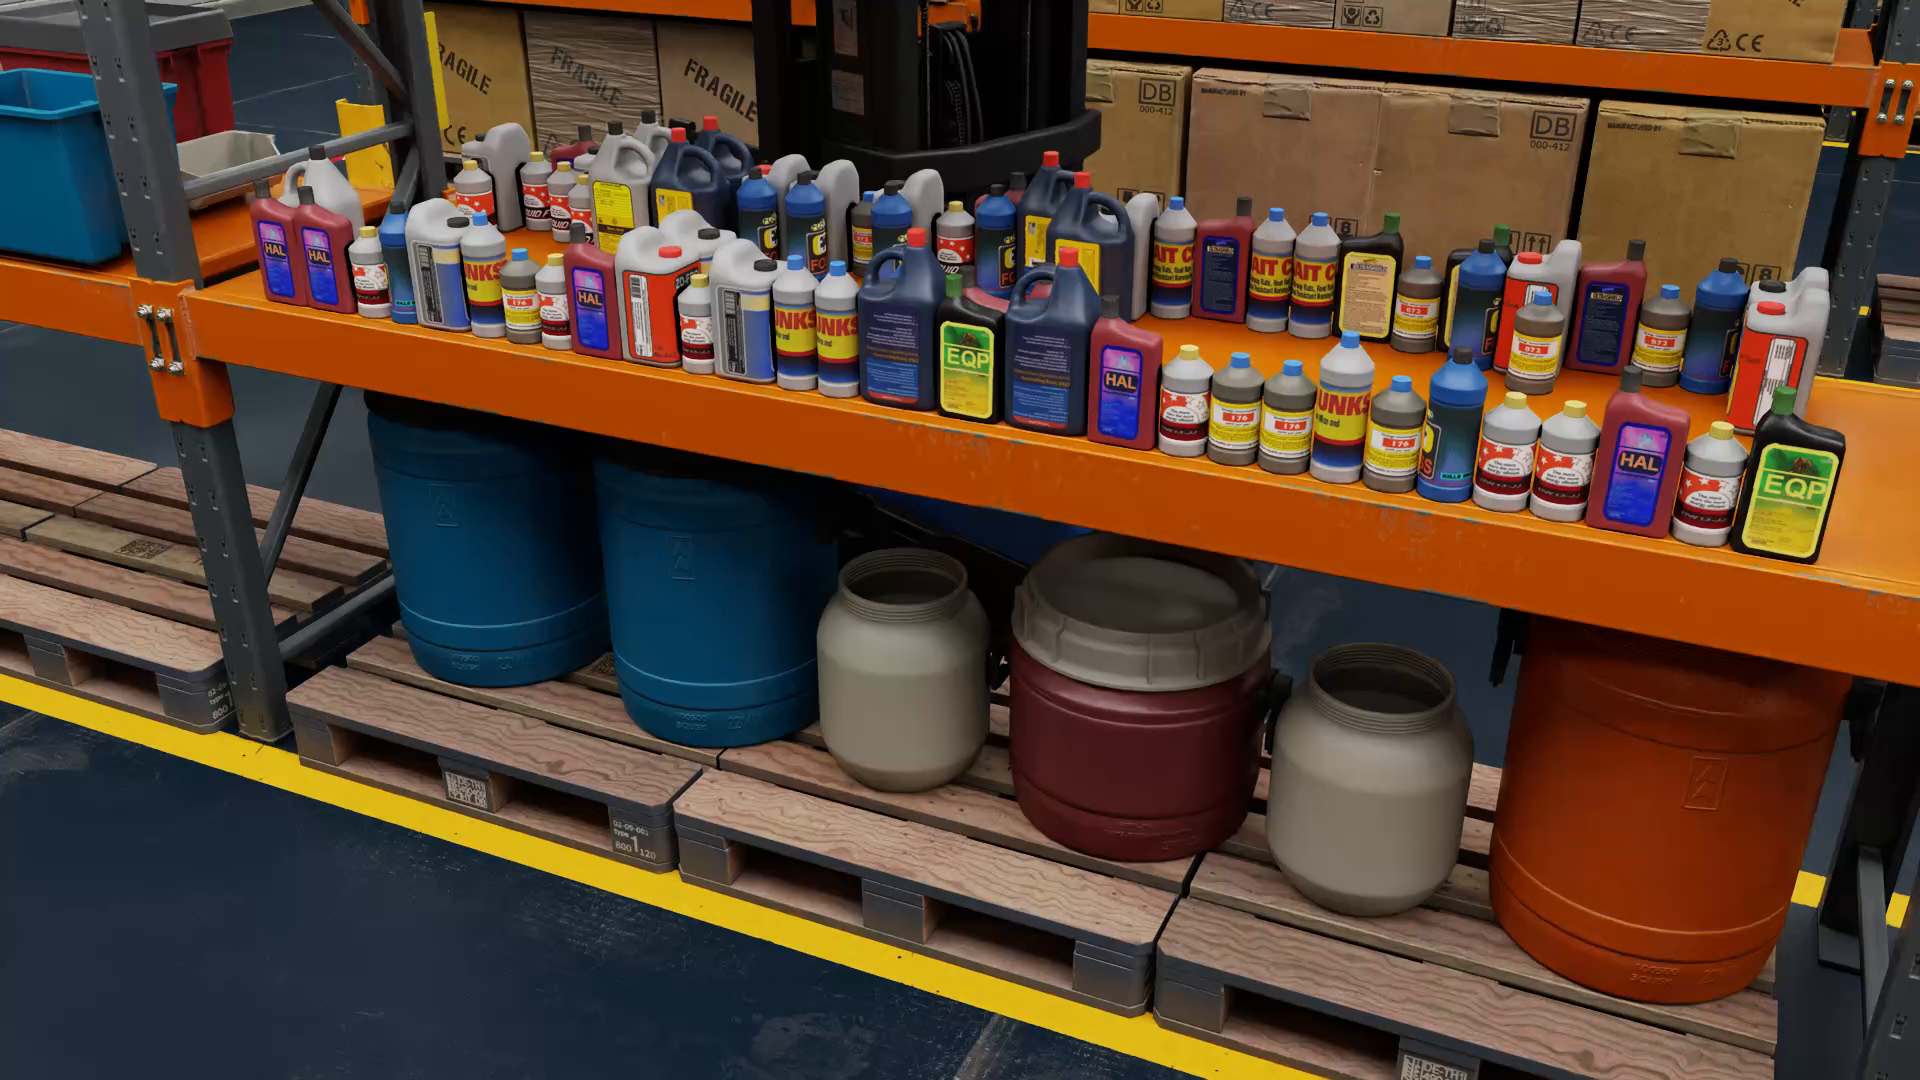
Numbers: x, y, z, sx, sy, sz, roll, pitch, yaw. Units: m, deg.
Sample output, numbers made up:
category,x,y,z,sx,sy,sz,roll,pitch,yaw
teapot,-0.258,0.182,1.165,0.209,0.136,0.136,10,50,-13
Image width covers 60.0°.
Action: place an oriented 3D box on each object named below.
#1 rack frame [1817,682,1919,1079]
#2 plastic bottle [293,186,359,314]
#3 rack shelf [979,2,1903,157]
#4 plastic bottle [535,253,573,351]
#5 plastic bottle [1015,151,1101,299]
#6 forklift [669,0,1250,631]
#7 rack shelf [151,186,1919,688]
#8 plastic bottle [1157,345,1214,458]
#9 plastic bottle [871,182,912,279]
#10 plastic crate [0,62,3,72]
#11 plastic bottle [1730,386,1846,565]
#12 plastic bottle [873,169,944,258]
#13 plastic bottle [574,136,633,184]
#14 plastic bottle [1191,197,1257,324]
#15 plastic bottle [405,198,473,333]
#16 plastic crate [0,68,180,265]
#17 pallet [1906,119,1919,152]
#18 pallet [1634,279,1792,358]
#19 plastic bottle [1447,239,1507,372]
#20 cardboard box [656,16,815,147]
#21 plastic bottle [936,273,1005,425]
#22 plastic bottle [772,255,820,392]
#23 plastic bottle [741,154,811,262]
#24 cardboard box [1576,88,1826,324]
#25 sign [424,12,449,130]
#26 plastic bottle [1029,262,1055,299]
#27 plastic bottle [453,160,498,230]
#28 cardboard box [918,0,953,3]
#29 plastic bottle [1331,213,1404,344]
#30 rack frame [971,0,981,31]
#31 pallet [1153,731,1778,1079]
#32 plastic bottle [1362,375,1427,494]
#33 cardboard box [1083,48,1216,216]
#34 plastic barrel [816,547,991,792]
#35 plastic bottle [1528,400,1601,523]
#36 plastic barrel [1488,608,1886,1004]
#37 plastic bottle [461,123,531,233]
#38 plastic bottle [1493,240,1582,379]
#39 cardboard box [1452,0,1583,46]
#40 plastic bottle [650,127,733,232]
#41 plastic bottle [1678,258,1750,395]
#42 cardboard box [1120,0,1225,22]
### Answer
category,x,y,z,sx,sy,sz,roll,pitch,yaw
rack frame,1.897,-0.256,2.875,0.127,3.000,1.000,11,28,22
plastic bottle,-1.466,-0.673,3.852,0.133,0.283,0.061,11,28,22
rack shelf,2.126,-2.291,7.822,4.000,0.370,1.077,11,28,22
plastic bottle,-0.876,-0.526,3.648,0.097,0.201,0.097,0,26,0
plastic bottle,0.230,-0.728,3.888,0.185,0.351,0.144,11,28,22
forklift,-0.377,-1.546,5.572,1.130,2.935,3.031,-23,34,-39
rack shelf,0.076,-0.299,3.777,4.000,0.370,1.077,11,28,22
plastic bottle,0.424,-0.265,3.117,0.097,0.201,0.097,0,26,0
plastic bottle,-0.161,-0.708,3.939,0.097,0.271,0.097,0,26,0
plastic crate,-3.058,-1.315,5.091,0.530,0.282,0.437,11,28,22
plastic bottle,1.352,-0.107,2.703,0.133,0.283,0.061,11,28,22
plastic bottle,-0.127,-0.764,4.047,0.135,0.276,0.152,11,28,22
plastic bottle,-0.919,-0.923,4.370,0.135,0.276,0.152,11,28,22
plastic bottle,0.604,-0.643,3.792,0.133,0.283,0.061,11,28,22
plastic bottle,-1.148,-0.627,3.769,0.135,0.276,0.152,11,28,22
plastic crate,-2.311,-0.956,4.246,0.575,0.384,0.392,11,28,22
pallet,6.778,-2.798,11.195,1.213,0.211,1.003,11,28,22
pallet,3.260,-1.171,7.890,1.213,0.211,1.003,11,28,22
plastic bottle,1.096,-0.500,3.516,0.097,0.271,0.097,0,26,0
cardboard box,-1.081,-2.532,9.427,0.875,0.875,0.875,11,28,22
plastic bottle,0.022,-0.374,3.245,0.133,0.283,0.061,11,28,22
plastic bottle,-0.333,-0.448,3.411,0.097,0.271,0.097,0,26,0
plastic bottle,-0.460,-0.831,4.183,0.135,0.276,0.152,11,28,22
cardboard box,3.327,-1.618,7.570,0.875,0.875,1.225,10,28,19
sign,-1.515,-1.333,4.748,0.005,0.325,0.100,11,28,22
plastic bottle,0.203,-0.407,3.313,0.133,0.283,0.061,11,28,22
plastic bottle,-1.287,-0.903,4.413,0.097,0.201,0.097,0,26,0
cardboard box,-0.108,-2.791,8.307,0.250,0.149,0.380,12,28,22
plastic bottle,0.902,-0.583,3.670,0.133,0.283,0.061,11,28,22
rack frame,0.306,-2.979,8.406,0.127,3.000,1.000,11,28,22
pallet,1.162,0.867,3.750,1.213,0.211,1.003,11,28,22
plastic bottle,0.778,-0.194,2.973,0.097,0.201,0.097,0,26,0
cardboard box,0.896,-2.106,8.561,0.875,0.875,1.225,11,28,22
plastic barrel,-0.135,0.315,4.056,0.421,0.512,0.421,0,26,0
plastic bottle,1.044,-0.140,2.864,0.097,0.201,0.097,0,26,0
plastic barrel,1.444,0.446,3.429,0.708,0.830,0.600,11,28,22
plastic bottle,-1.252,-0.990,4.506,0.135,0.276,0.152,11,28,22
plastic bottle,1.215,-0.495,3.499,0.135,0.276,0.152,11,28,22
cardboard box,2.470,-2.471,7.259,0.500,0.500,0.500,10,28,20
plastic bottle,-0.664,-0.837,4.111,0.185,0.351,0.144,11,28,22
plastic bottle,1.542,-0.440,3.394,0.097,0.271,0.097,0,26,0
cardboard box,1.079,-2.748,7.823,0.500,0.500,0.500,11,28,22
